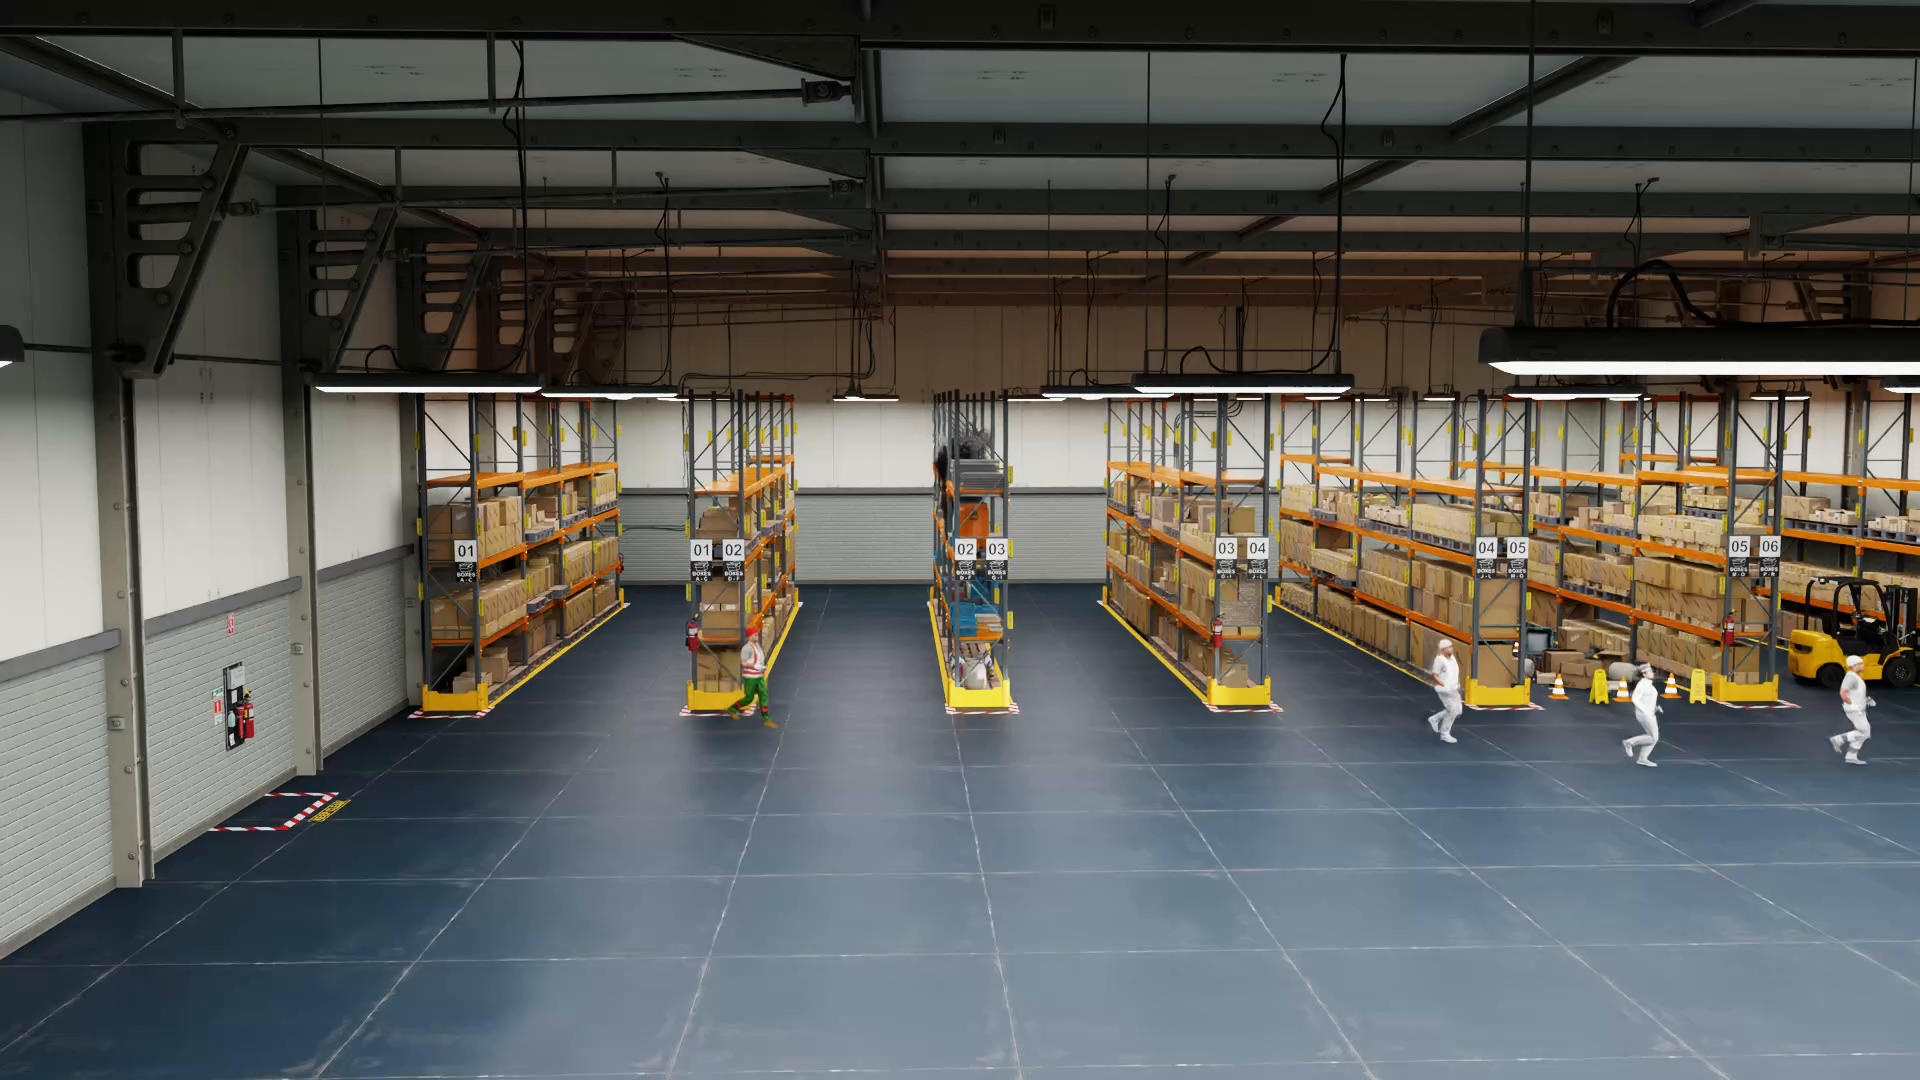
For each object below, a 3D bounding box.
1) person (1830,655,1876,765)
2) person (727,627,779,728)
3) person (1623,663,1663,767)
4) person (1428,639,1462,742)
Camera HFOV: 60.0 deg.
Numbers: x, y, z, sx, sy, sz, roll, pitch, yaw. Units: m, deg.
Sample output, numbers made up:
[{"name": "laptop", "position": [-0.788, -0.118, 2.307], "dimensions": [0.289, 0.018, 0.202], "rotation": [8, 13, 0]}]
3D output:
[{"name": "person", "position": [14.224, 2.699, 26.475], "dimensions": [0.601, 1.738, 0.658], "rotation": [3, 6, 35]}, {"name": "person", "position": [-3.662, 2.422, 29.370], "dimensions": [0.998, 1.781, 0.670], "rotation": [2, 5, 24]}, {"name": "person", "position": [10.836, 2.756, 26.365], "dimensions": [0.552, 1.657, 0.621], "rotation": [3, 5, 31]}, {"name": "person", "position": [8.259, 2.552, 28.295], "dimensions": [0.512, 1.745, 0.677], "rotation": [4, 6, 38]}]
